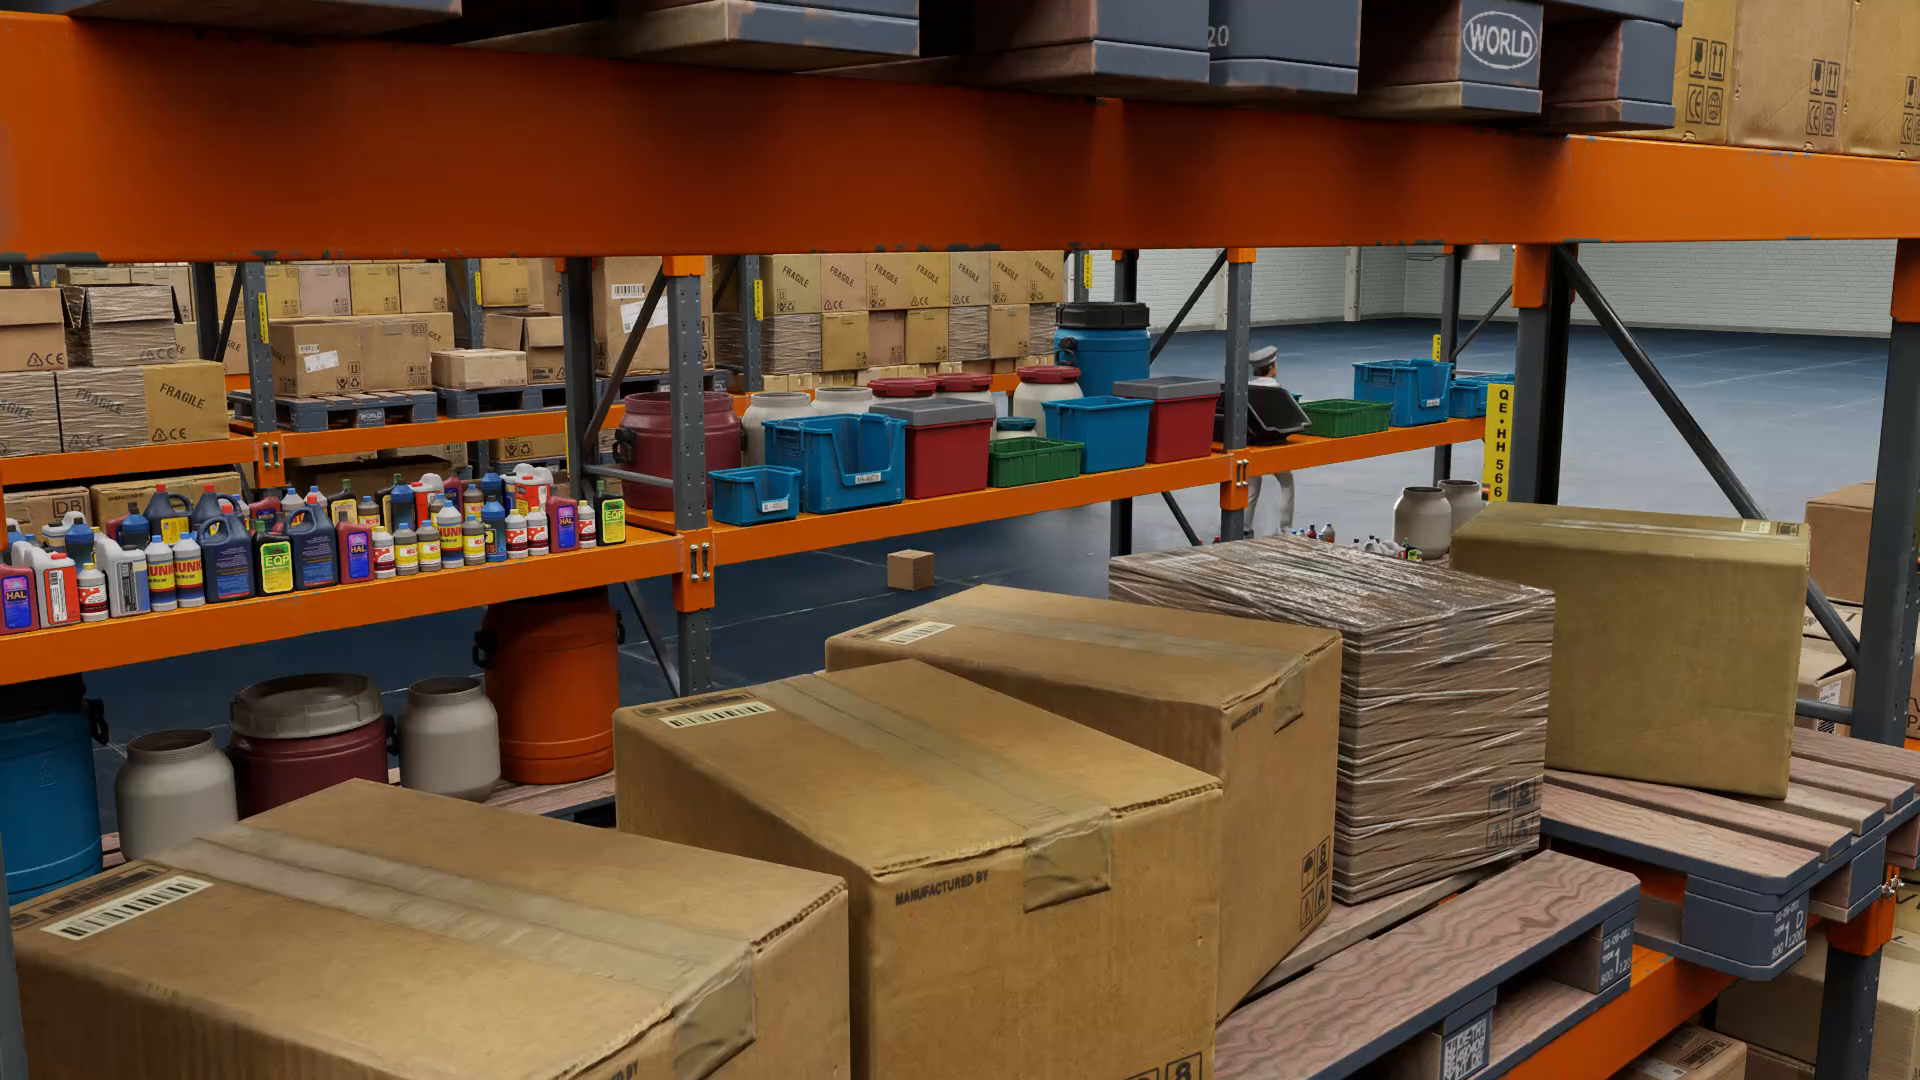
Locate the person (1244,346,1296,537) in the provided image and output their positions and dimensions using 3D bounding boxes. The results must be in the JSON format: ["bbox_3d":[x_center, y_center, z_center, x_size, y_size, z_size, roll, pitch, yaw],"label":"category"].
[{"bbox_3d":[2.585,-0.742,13.875,0.606,1.752,0.465,-10,15,-43],"label":"person"}]
